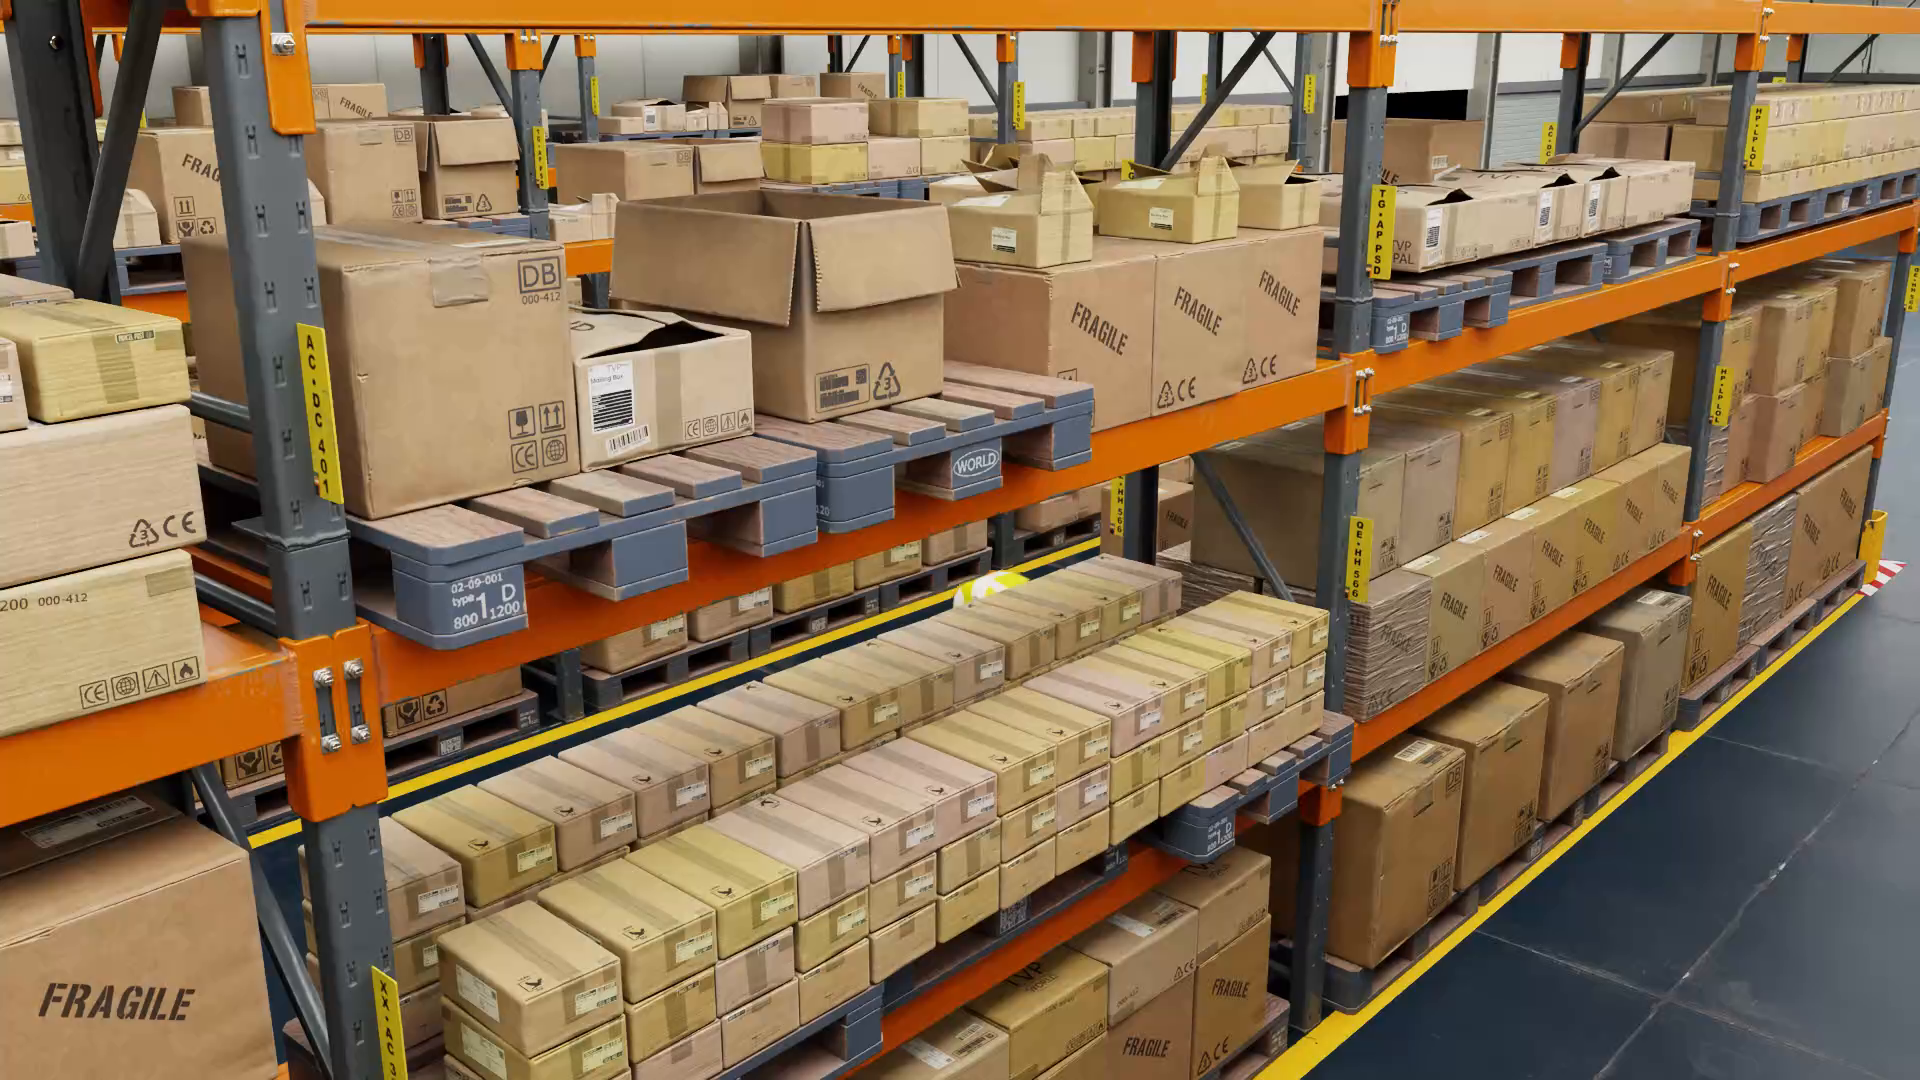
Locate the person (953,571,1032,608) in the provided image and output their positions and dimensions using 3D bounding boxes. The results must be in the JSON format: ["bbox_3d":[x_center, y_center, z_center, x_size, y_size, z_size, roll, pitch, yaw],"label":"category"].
[{"bbox_3d":[0.421,0.670,9.798,0.977,0.907,0.510,13,21,37],"label":"person"}]
